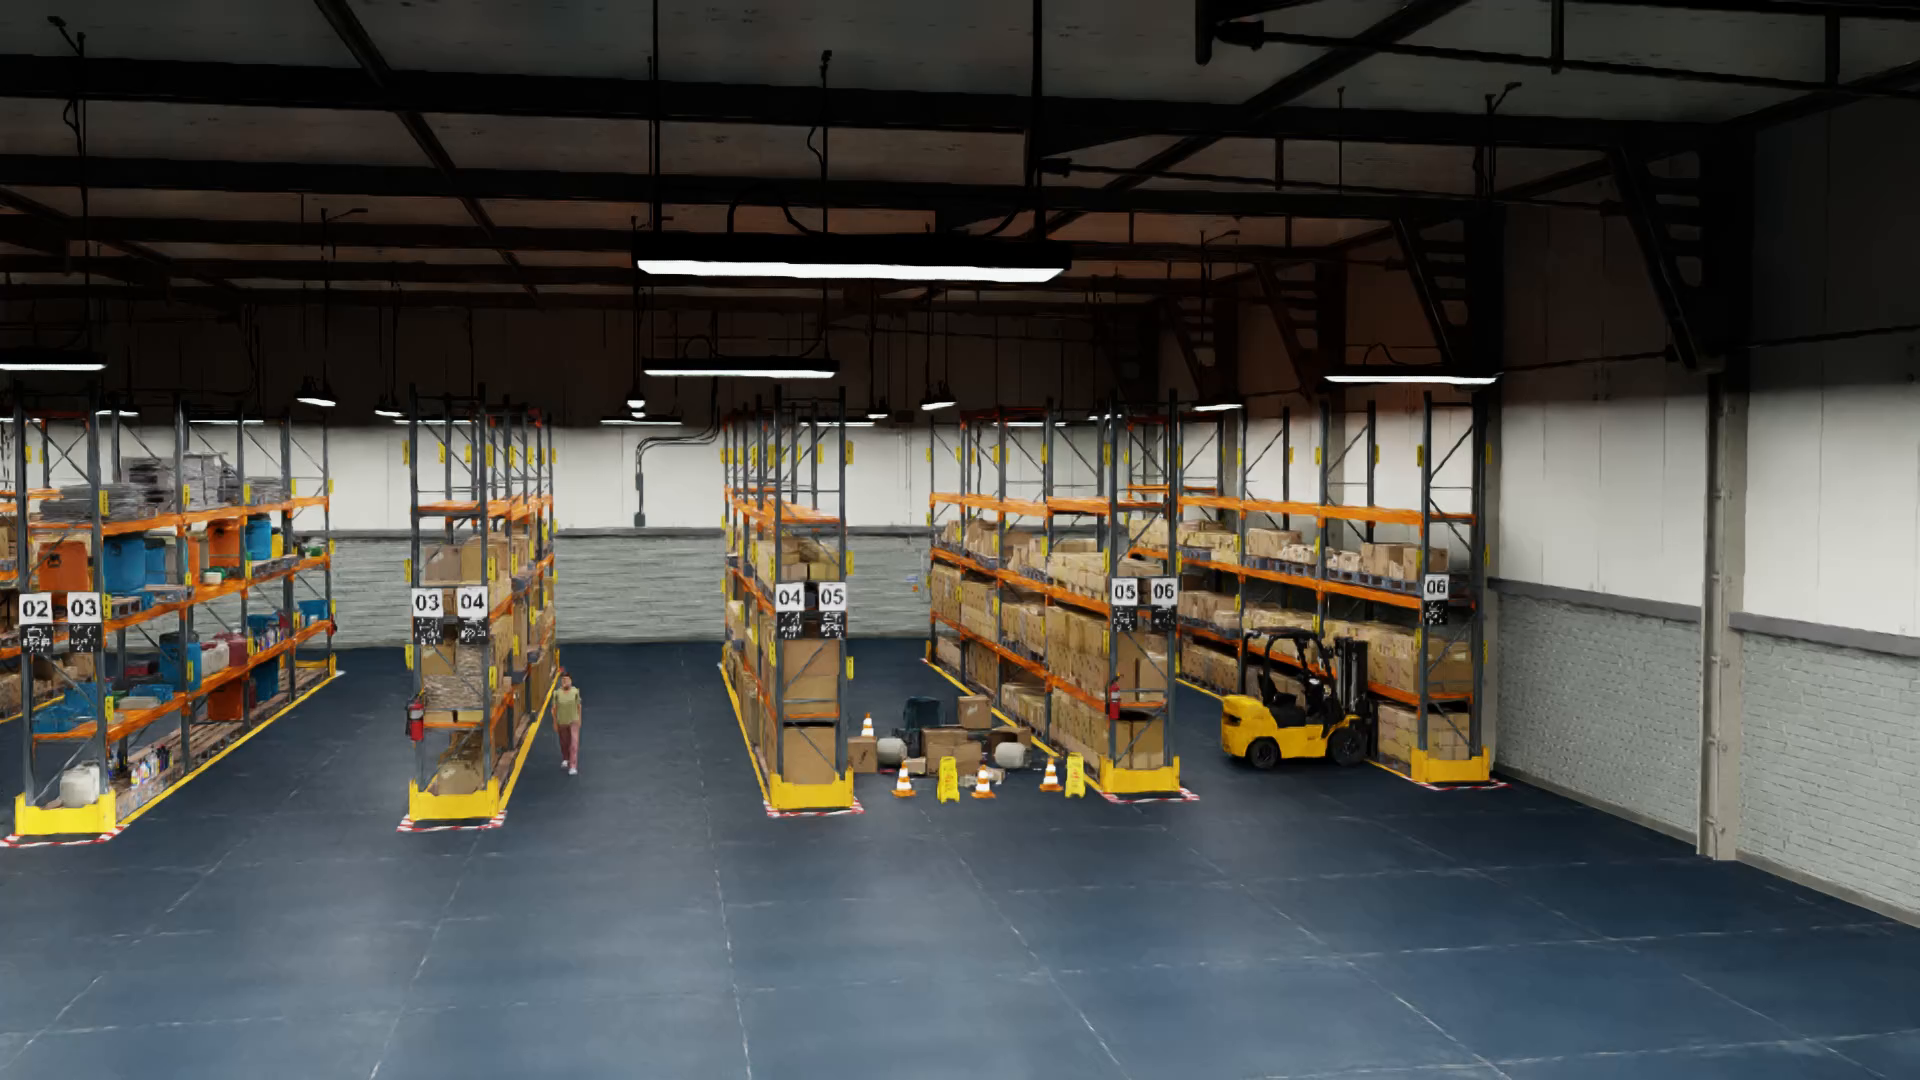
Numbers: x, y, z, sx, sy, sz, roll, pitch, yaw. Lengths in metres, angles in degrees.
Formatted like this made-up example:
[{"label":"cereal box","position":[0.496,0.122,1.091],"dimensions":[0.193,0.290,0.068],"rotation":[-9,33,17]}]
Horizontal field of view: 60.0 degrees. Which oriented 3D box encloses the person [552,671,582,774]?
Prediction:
[{"label":"person","position":[-6.214,2.859,26.247],"dimensions":[0.448,1.590,1.110],"rotation":[0,3,-9]}]
